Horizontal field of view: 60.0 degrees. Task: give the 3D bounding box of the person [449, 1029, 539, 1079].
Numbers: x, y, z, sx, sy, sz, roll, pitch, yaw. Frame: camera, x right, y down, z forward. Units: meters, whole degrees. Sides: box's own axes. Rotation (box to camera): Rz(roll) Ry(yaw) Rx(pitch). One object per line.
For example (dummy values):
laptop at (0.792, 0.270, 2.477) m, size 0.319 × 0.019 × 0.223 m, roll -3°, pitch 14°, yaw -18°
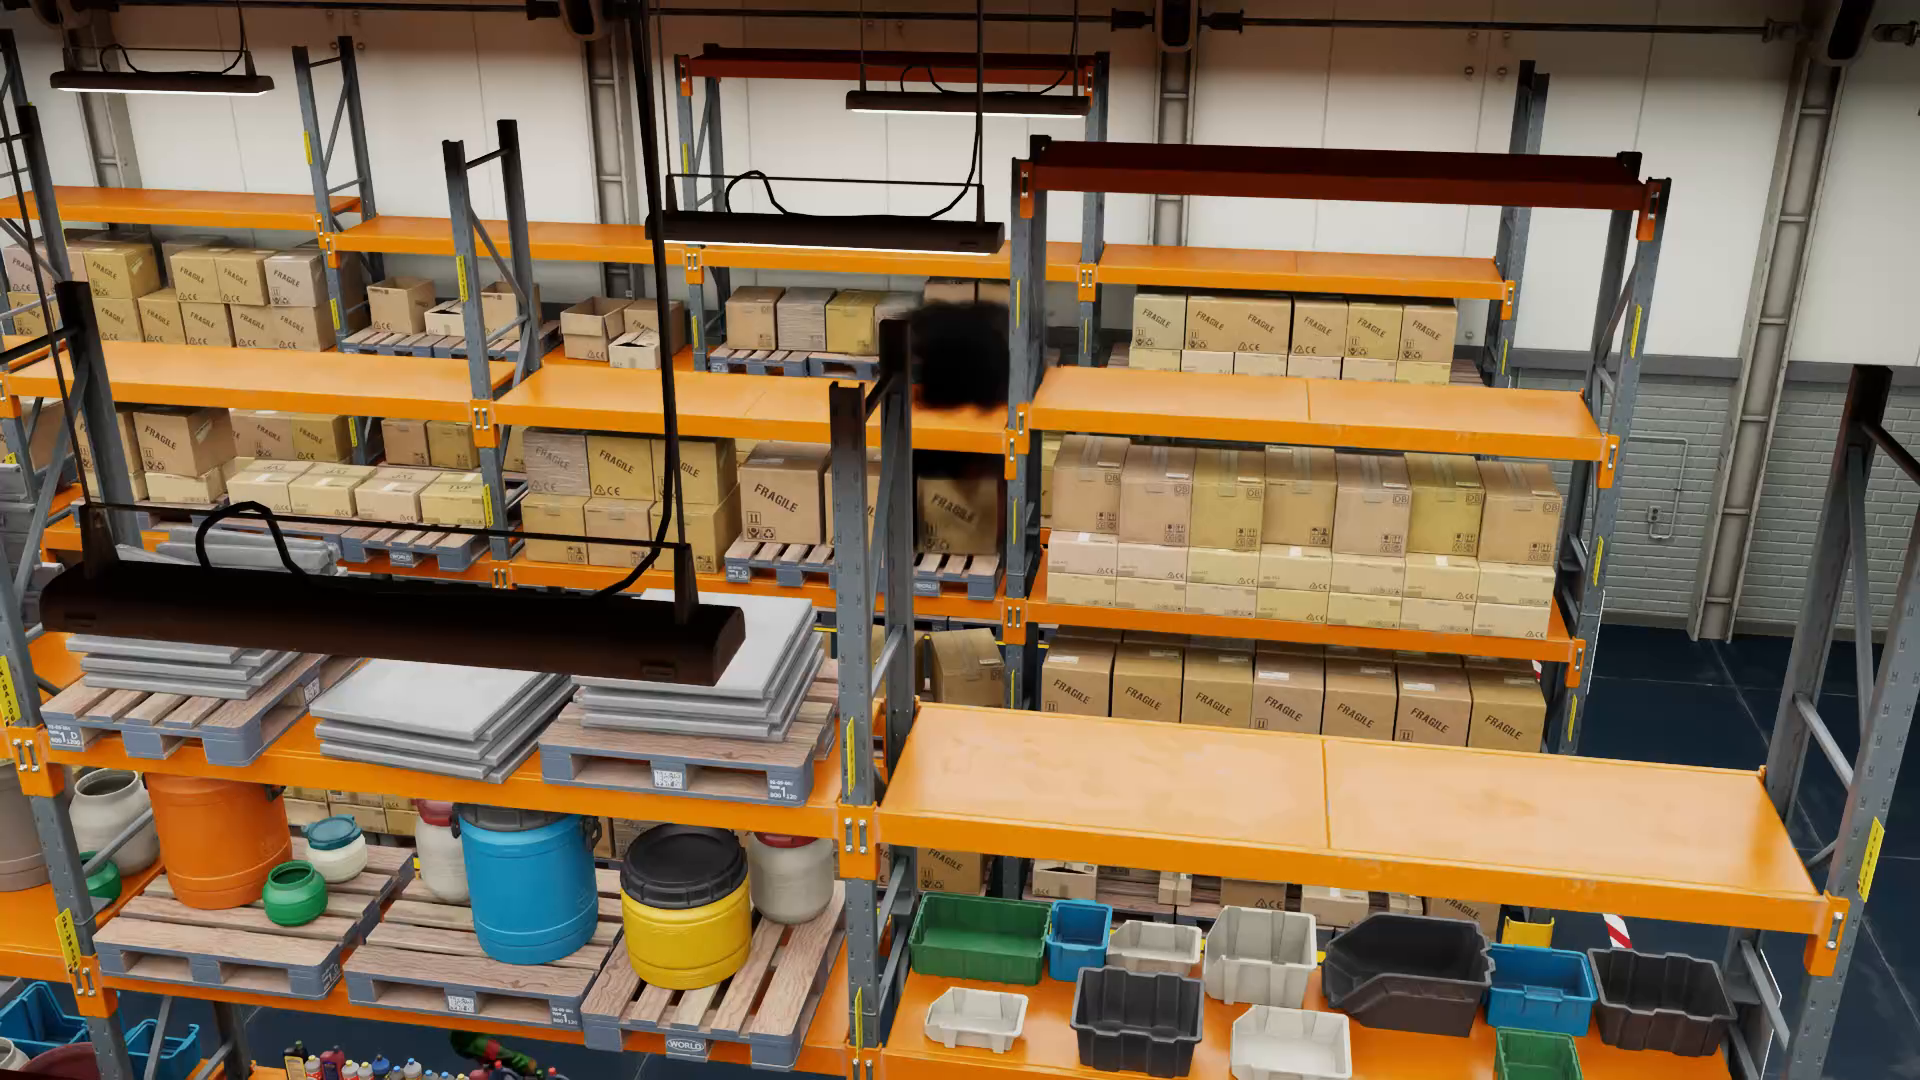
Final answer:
person at (-3.138, 3.006, 11.063) m, size 0.608 × 1.739 × 0.672 m, roll 5°, pitch 23°, yaw 11°
